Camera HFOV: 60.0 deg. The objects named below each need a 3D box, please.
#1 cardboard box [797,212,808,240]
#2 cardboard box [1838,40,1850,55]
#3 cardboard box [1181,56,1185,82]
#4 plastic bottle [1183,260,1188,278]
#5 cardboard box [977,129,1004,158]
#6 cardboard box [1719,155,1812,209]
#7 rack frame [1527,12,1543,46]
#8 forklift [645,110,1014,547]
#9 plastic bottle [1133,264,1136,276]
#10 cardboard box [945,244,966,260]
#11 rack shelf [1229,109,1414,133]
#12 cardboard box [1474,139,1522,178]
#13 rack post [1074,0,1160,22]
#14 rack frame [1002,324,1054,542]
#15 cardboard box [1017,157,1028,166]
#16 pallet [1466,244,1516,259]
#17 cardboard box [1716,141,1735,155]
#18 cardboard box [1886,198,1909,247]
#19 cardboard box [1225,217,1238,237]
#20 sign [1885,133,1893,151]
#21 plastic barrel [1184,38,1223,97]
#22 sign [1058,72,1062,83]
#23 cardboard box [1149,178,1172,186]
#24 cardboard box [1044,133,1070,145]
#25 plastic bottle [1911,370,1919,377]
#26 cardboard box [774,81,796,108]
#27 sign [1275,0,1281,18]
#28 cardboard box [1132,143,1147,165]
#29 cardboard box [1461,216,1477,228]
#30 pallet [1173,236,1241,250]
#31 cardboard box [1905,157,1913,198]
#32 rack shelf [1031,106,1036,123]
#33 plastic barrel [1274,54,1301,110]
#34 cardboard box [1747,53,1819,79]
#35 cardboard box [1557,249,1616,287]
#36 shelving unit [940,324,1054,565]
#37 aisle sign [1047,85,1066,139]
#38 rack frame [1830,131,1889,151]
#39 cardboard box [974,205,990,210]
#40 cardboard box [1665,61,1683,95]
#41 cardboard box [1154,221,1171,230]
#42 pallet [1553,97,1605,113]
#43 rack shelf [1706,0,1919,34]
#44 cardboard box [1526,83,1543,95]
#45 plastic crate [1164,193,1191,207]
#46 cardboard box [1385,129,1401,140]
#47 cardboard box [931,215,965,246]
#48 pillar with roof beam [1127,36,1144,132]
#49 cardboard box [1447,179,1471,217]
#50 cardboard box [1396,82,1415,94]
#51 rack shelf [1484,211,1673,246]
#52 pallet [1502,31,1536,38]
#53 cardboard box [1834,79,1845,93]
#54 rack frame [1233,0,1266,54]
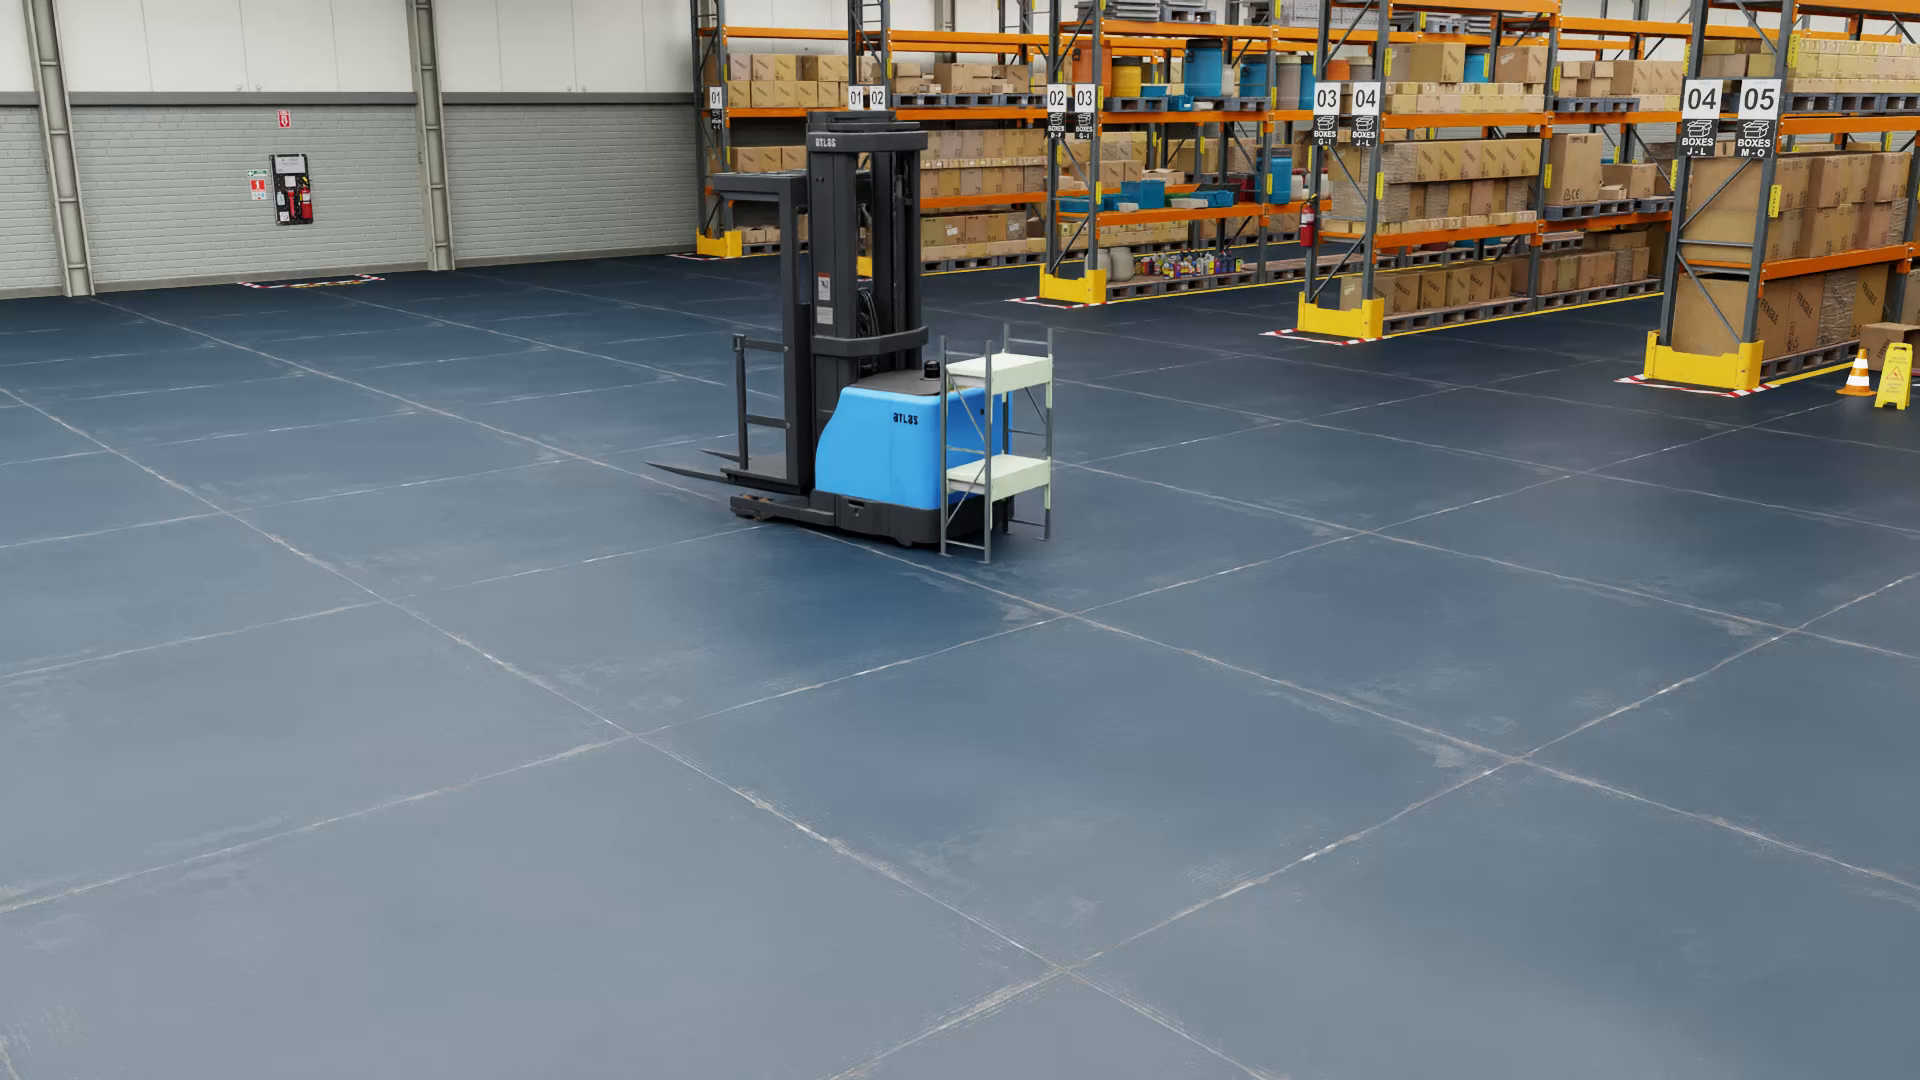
[{"bbox_3d":[-3.204,-6.377,33.804,0.500,0.500,0.700,-14,21,-43],"label":"cardboard box"},{"bbox_3d":[9.361,-5.317,17.965,0.250,0.149,0.380,-13,20,-40],"label":"cardboard box"},{"bbox_3d":[4.821,-9.506,33.584,0.500,0.500,0.500,-13,19,-39],"label":"cardboard box"},{"bbox_3d":[3.608,-4.349,26.653,0.097,0.271,0.097,0,15,0],"label":"plastic bottle"},{"bbox_3d":[0.382,-7.204,30.199,0.500,0.500,0.700,-13,20,-39],"label":"cardboard box"},{"bbox_3d":[8.793,-3.947,18.330,0.550,0.550,0.875,-13,19,-39],"label":"cardboard box"},{"bbox_3d":[10.754,-10.064,31.991,0.127,3.000,1.000,-13,19,-39],"label":"rack frame"},{"bbox_3d":[-1.090,-1.652,12.256,3.031,2.935,1.130,11,18,35],"label":"forklift"},{"bbox_3d":[2.800,-4.390,26.943,0.097,0.201,0.097,0,15,0],"label":"plastic bottle"},{"bbox_3d":[-0.244,-5.190,29.882,0.500,0.250,0.500,-13,19,-39],"label":"cardboard box"},{"bbox_3d":[6.228,-7.251,28.665,4.000,0.370,1.077,-13,19,-39],"label":"rack shelf"},{"bbox_3d":[7.436,-5.307,23.097,0.500,0.500,0.500,-13,19,-39],"label":"cardboard box"},{"bbox_3d":[2.356,-7.893,24.831,0.954,0.300,0.937,-10,18,-33],"label":"rack post"},{"bbox_3d":[0.470,-0.745,11.632,0.400,1.500,0.023,11,18,35],"label":"rack frame"},{"bbox_3d":[1.022,-6.963,30.555,0.250,0.149,0.380,-13,20,-41],"label":"cardboard box"},{"bbox_3d":[10.145,-5.696,32.666,1.213,0.211,1.003,-13,19,-39],"label":"pallet"},{"bbox_3d":[12.545,-6.402,27.769,0.637,0.503,0.797,-12,19,-38],"label":"cardboard box"},{"bbox_3d":[10.880,-3.871,20.140,0.550,0.550,0.875,-13,19,-39],"label":"cardboard box"},{"bbox_3d":[5.410,-6.569,34.523,0.500,0.500,0.500,-14,20,-41],"label":"cardboard box"},{"bbox_3d":[17.369,-7.445,31.108,0.005,0.325,0.100,-13,19,-39],"label":"sign"},{"bbox_3d":[3.898,-7.557,26.632,0.708,0.901,0.600,-13,19,-39],"label":"plastic barrel"},{"bbox_3d":[1.836,-8.405,30.436,0.005,0.325,0.100,-13,19,-39],"label":"sign"},{"bbox_3d":[3.991,-7.126,33.101,0.250,0.149,0.380,-13,19,-39],"label":"cardboard box"},{"bbox_3d":[2.150,-9.099,37.739,0.500,0.250,0.500,-13,20,-40],"label":"cardboard box"},{"bbox_3d":[10.726,-1.862,18.602,0.283,0.061,0.133,8,17,28],"label":"plastic bottle"},{"bbox_3d":[-3.567,-8.750,32.649,0.500,0.500,0.500,-12,19,-37],"label":"cardboard box"},{"bbox_3d":[5.072,-8.499,26.536,0.005,0.325,0.100,-13,19,-39],"label":"sign"},{"bbox_3d":[4.068,-9.169,39.455,0.500,0.500,0.500,-13,20,-40],"label":"cardboard box"},{"bbox_3d":[6.860,-4.380,22.823,0.250,0.149,0.380,-13,19,-39],"label":"cardboard box"},{"bbox_3d":[5.076,-6.225,34.646,1.213,0.211,1.003,-13,19,-39],"label":"pallet"},{"bbox_3d":[11.521,-4.480,20.580,0.500,0.500,0.700,-13,20,-40],"label":"cardboard box"},{"bbox_3d":[2.742,-9.857,38.423,4.000,0.370,1.077,-13,19,-39],"label":"rack shelf"},{"bbox_3d":[5.454,-7.741,28.135,0.600,0.901,0.600,0,15,0],"label":"plastic barrel"},{"bbox_3d":[8.665,-4.990,17.511,0.500,0.250,0.500,-13,20,-39],"label":"cardboard box"},{"bbox_3d":[9.663,-4.218,25.719,0.500,0.500,0.700,-11,18,-35],"label":"cardboard box"},{"bbox_3d":[0.254,-0.669,11.347,0.431,1.500,0.755,11,18,35],"label":"shelving unit"},{"bbox_3d":[1.453,-6.435,24.990,0.004,0.787,0.394,-13,19,-39],"label":"aisle sign"},{"bbox_3d":[17.023,-6.879,31.692,0.127,3.000,1.000,-13,19,-39],"label":"rack frame"},{"bbox_3d":[0.260,-7.225,36.978,0.500,0.500,0.700,-13,20,-39],"label":"cardboard box"},{"bbox_3d":[10.792,-7.134,25.669,0.500,0.500,0.500,-12,19,-38],"label":"cardboard box"},{"bbox_3d":[3.867,-6.373,33.223,0.500,0.311,0.500,-13,20,-40],"label":"cardboard box"},{"bbox_3d":[8.506,-6.289,24.032,1.003,0.211,1.213,-13,19,-39],"label":"pallet"},{"bbox_3d":[9.642,-5.883,18.504,4.000,0.370,1.077,-13,19,-39],"label":"rack shelf"},{"bbox_3d":[7.915,-6.305,23.246,0.250,0.149,0.380,-12,19,-38],"label":"cardboard box"},{"bbox_3d":[3.510,-5.533,27.063,0.662,0.188,0.450,-13,19,-39],"label":"plastic crate"},{"bbox_3d":[9.599,-9.036,37.636,0.500,0.500,0.500,-12,19,-38],"label":"cardboard box"},{"bbox_3d":[-0.252,-5.555,29.794,0.500,0.500,0.500,-13,19,-39],"label":"cardboard box"},{"bbox_3d":[7.037,-11.442,37.148,0.400,9.000,9.100,-13,19,-39],"label":"pillar with roof beam"},{"bbox_3d":[6.475,-4.715,22.821,0.500,0.500,0.875,-13,19,-39],"label":"cardboard box"},{"bbox_3d":[5.572,-5.765,21.225,0.250,0.149,0.380,-12,19,-38],"label":"cardboard box"},{"bbox_3d":[9.479,-4.838,25.443,4.000,0.370,1.077,-13,19,-39],"label":"rack shelf"},{"bbox_3d":[10.150,-9.634,31.520,1.213,0.211,1.003,-13,19,-39],"label":"pallet"},{"bbox_3d":[9.364,-4.932,18.068,0.250,0.149,0.380,-13,19,-39],"label":"cardboard box"},{"bbox_3d":[7.269,-12.671,41.748,0.127,3.000,1.000,-13,19,-39],"label":"rack frame"}]
